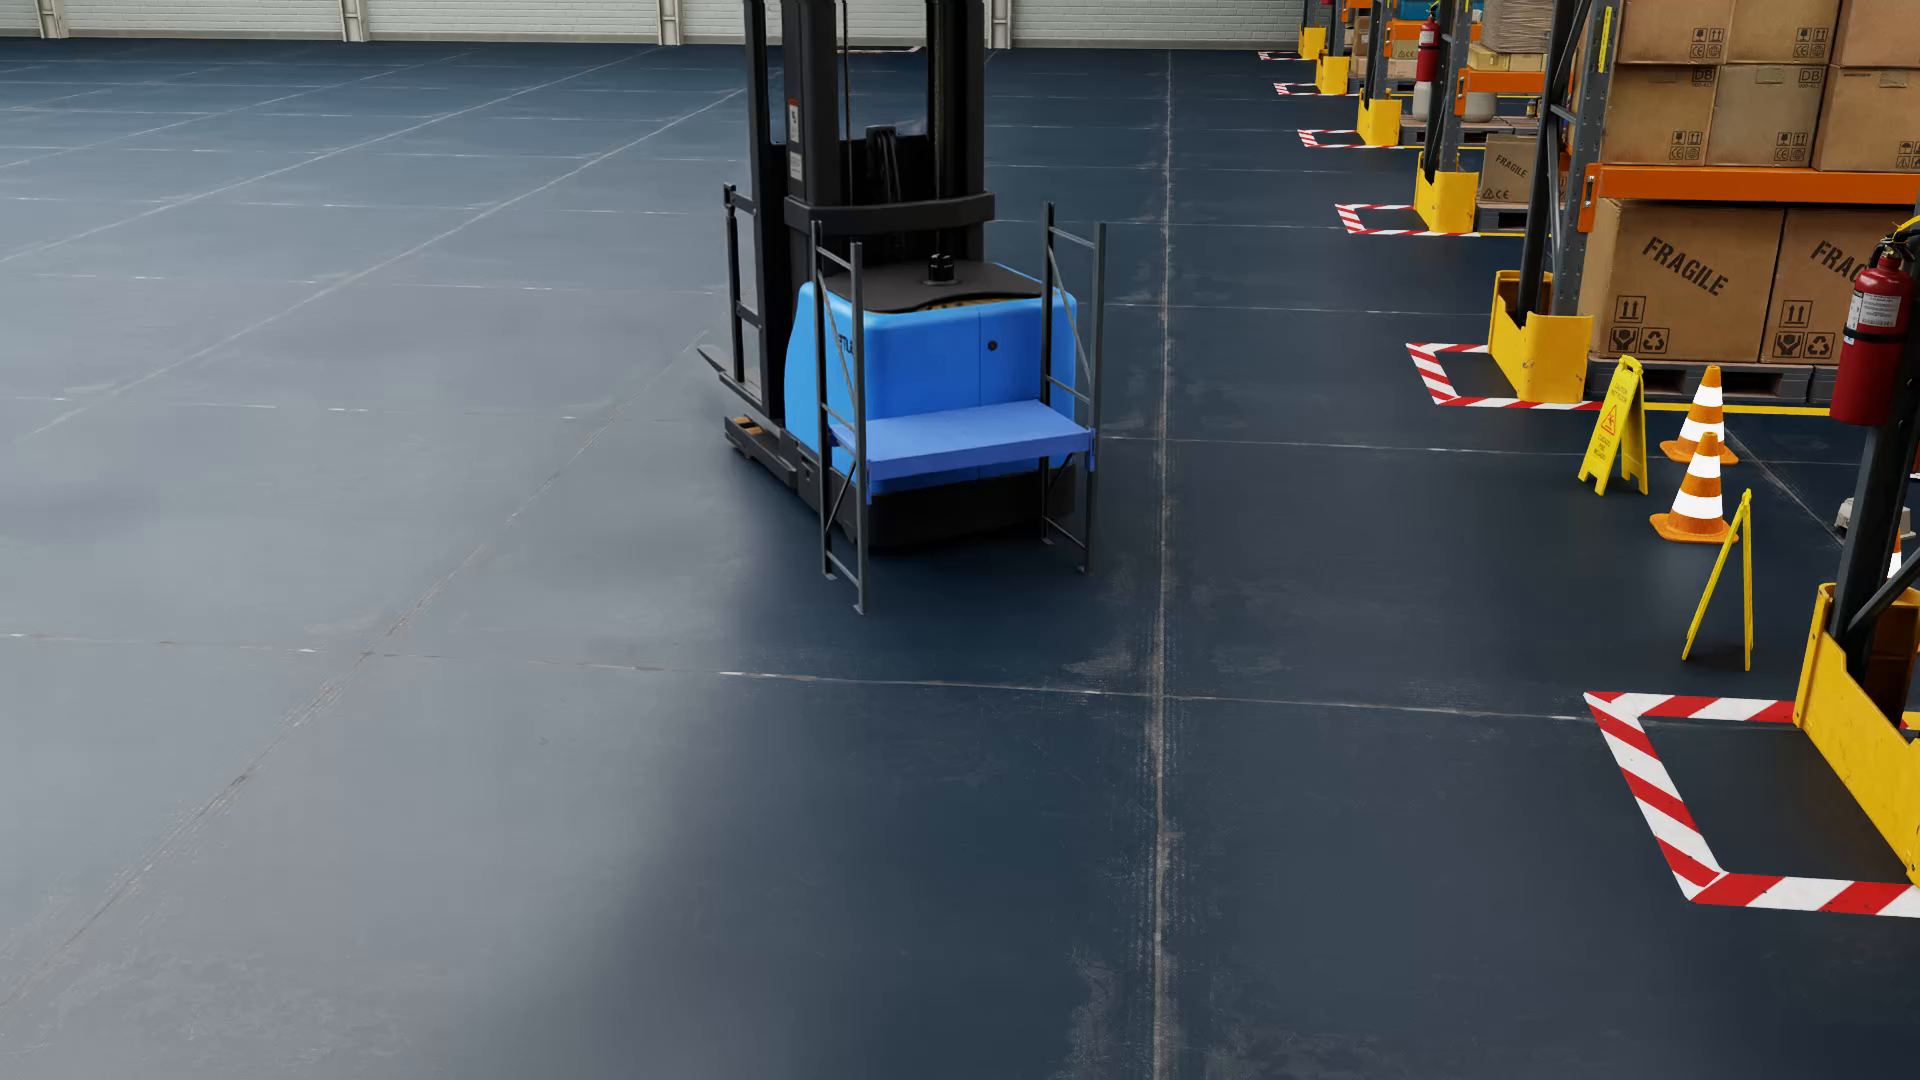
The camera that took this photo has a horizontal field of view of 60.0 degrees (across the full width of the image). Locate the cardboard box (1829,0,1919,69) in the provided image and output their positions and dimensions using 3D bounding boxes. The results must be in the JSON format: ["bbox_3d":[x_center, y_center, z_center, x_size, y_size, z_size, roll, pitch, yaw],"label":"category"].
[{"bbox_3d":[4.902,-2.857,8.913,0.550,0.550,0.875,2,22,6],"label":"cardboard box"}]

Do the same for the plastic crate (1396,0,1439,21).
[{"bbox_3d":[5.240,-6.012,18.770,0.616,0.251,0.499,2,22,6],"label":"plastic crate"}]

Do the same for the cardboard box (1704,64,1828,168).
[{"bbox_3d":[4.363,-2.433,9.311,0.550,0.550,0.875,2,22,6],"label":"cardboard box"}]

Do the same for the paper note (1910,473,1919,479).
[{"bbox_3d":[4.757,-0.312,8.189,0.142,0.017,0.144,11,24,25],"label":"paper note"}]

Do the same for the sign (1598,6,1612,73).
[{"bbox_3d":[3.370,-2.616,8.692,0.005,0.325,0.100,2,22,6],"label":"sign"}]

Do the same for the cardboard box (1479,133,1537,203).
[{"bbox_3d":[4.743,-3.185,14.246,0.500,0.500,0.500,7,23,16],"label":"cardboard box"}]

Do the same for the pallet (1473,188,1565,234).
[{"bbox_3d":[5.003,-2.837,14.330,1.213,0.211,1.003,2,22,6],"label":"pallet"}]

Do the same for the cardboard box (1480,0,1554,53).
[{"bbox_3d":[4.668,-4.337,13.788,0.500,0.500,0.875,2,22,6],"label":"cardboard box"}]

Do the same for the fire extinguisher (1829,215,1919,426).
[{"bbox_3d":[2.899,-0.705,5.247,0.183,0.674,0.296,2,22,6],"label":"fire extinguisher"}]

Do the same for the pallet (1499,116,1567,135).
[{"bbox_3d":[6.803,-4.620,18.839,1.213,0.211,1.003,2,22,6],"label":"pallet"}]

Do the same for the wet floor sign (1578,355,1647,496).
[{"bbox_3d":[3.179,-0.563,7.985,0.232,0.644,0.267,-1,22,-3],"label":"wet floor sign"}]

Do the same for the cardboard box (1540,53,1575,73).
[{"bbox_3d":[4.872,-3.935,13.656,0.250,0.149,0.380,2,22,6],"label":"cardboard box"}]

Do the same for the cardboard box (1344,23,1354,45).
[{"bbox_3d":[6.550,-8.502,27.925,0.500,0.311,0.500,0,22,0],"label":"cardboard box"}]

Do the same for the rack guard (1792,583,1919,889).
[{"bbox_3d":[3.034,0.598,5.246,0.348,0.500,1.175,2,22,6],"label":"rack guard"}]

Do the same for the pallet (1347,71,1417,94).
[{"bbox_3d":[6.059,-6.488,23.563,1.213,0.211,1.003,2,22,6],"label":"pallet"}]

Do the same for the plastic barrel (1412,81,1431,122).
[{"bbox_3d":[5.370,-5.032,18.900,0.421,0.512,0.421,0,22,0],"label":"plastic barrel"}]

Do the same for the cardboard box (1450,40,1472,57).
[{"bbox_3d":[6.796,-6.925,23.026,0.500,0.500,0.500,2,22,6],"label":"cardboard box"}]

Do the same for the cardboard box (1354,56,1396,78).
[{"bbox_3d":[5.801,-6.614,23.259,0.500,0.250,0.500,2,22,6],"label":"cardboard box"}]

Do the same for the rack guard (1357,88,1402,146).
[{"bbox_3d":[4.789,-4.845,19.016,0.348,0.500,1.175,2,22,6],"label":"rack guard"}]

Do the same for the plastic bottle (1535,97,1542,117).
[{"bbox_3d":[6.701,-5.017,19.147,0.133,0.283,0.061,3,22,8],"label":"plastic bottle"}]

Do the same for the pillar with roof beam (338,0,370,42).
[{"bbox_3d":[-11.711,-11.893,25.284,0.400,9.000,9.100,2,22,6],"label":"pillar with roof beam"}]

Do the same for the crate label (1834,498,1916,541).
[{"bbox_3d":[4.118,-0.097,7.499,0.298,0.136,0.250,-9,23,-22],"label":"crate label"}]

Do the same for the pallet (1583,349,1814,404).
[{"bbox_3d":[4.244,-1.076,9.875,1.213,0.211,1.003,2,22,6],"label":"pallet"}]

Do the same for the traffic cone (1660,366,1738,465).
[{"bbox_3d":[3.801,-0.658,8.474,0.334,0.463,0.336,2,22,6],"label":"traffic cone"}]

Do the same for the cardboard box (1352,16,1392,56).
[{"bbox_3d":[5.862,-7.153,23.602,0.500,0.500,0.500,2,22,6],"label":"cardboard box"}]

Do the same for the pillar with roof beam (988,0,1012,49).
[{"bbox_3d":[0.206,-11.374,23.970,0.400,9.000,9.100,2,22,6],"label":"pillar with roof beam"}]

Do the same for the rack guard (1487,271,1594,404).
[{"bbox_3d":[3.417,-1.218,9.840,0.348,0.500,1.175,2,22,6],"label":"rack guard"}]

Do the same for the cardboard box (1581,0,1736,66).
[{"bbox_3d":[3.805,-2.921,9.075,0.550,0.550,0.875,2,22,6],"label":"cardboard box"}]

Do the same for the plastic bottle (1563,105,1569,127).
[{"bbox_3d":[6.694,-4.727,18.412,0.133,0.283,0.061,3,22,7],"label":"plastic bottle"}]

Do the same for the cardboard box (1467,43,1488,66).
[{"bbox_3d":[4.432,-4.132,14.153,0.250,0.149,0.380,2,22,6],"label":"cardboard box"}]

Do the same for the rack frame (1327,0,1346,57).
[{"bbox_3d":[5.294,-7.802,23.095,0.127,3.000,1.000,2,22,6],"label":"rack frame"}]

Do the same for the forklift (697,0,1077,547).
[{"bbox_3d":[-0.569,-1.836,8.097,1.130,2.935,3.031,-10,24,-24],"label":"forklift"}]

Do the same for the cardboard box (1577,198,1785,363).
[{"bbox_3d":[4.122,-1.581,9.678,0.875,0.875,0.875,3,22,7],"label":"cardboard box"}]

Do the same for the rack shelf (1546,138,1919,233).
[{"bbox_3d":[5.427,-1.958,9.291,4.000,0.370,1.077,2,22,6],"label":"rack shelf"}]

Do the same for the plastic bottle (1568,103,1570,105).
[{"bbox_3d":[6.972,-4.904,18.973,0.097,0.201,0.097,0,22,0],"label":"plastic bottle"}]

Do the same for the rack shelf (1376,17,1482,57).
[{"bbox_3d":[6.694,-5.573,18.434,4.000,0.370,1.077,2,22,6],"label":"rack shelf"}]

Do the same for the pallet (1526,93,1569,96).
[{"bbox_3d":[8.482,-6.382,23.296,1.213,0.211,1.003,2,22,6],"label":"pallet"}]

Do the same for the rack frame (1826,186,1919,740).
[{"bbox_3d":[2.959,-0.567,4.795,0.127,3.000,1.000,2,22,6],"label":"rack frame"}]

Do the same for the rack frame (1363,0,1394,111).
[{"bbox_3d":[4.708,-5.994,18.521,0.127,3.000,1.000,2,22,6],"label":"rack frame"}]

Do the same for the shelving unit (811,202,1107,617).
[{"bbox_3d":[-0.007,-0.550,6.789,1.048,1.500,0.538,-9,23,-22],"label":"shelving unit"}]

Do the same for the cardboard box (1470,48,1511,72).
[{"bbox_3d":[4.380,-3.969,13.742,0.250,0.149,0.380,2,22,6],"label":"cardboard box"}]

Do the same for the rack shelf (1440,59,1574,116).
[{"bbox_3d":[6.111,-3.764,13.860,4.000,0.370,1.077,2,22,6],"label":"rack shelf"}]

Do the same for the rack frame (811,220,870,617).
[{"bbox_3d":[-0.473,-0.475,6.602,0.032,1.500,0.500,-9,23,-22],"label":"rack frame"}]

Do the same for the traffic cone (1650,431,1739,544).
[{"bbox_3d":[3.330,-0.260,7.468,0.334,0.463,0.336,2,22,6],"label":"traffic cone"}]

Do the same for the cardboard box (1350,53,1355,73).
[{"bbox_3d":[5.862,-6.803,23.738,0.500,0.250,0.500,2,22,6],"label":"cardboard box"}]
